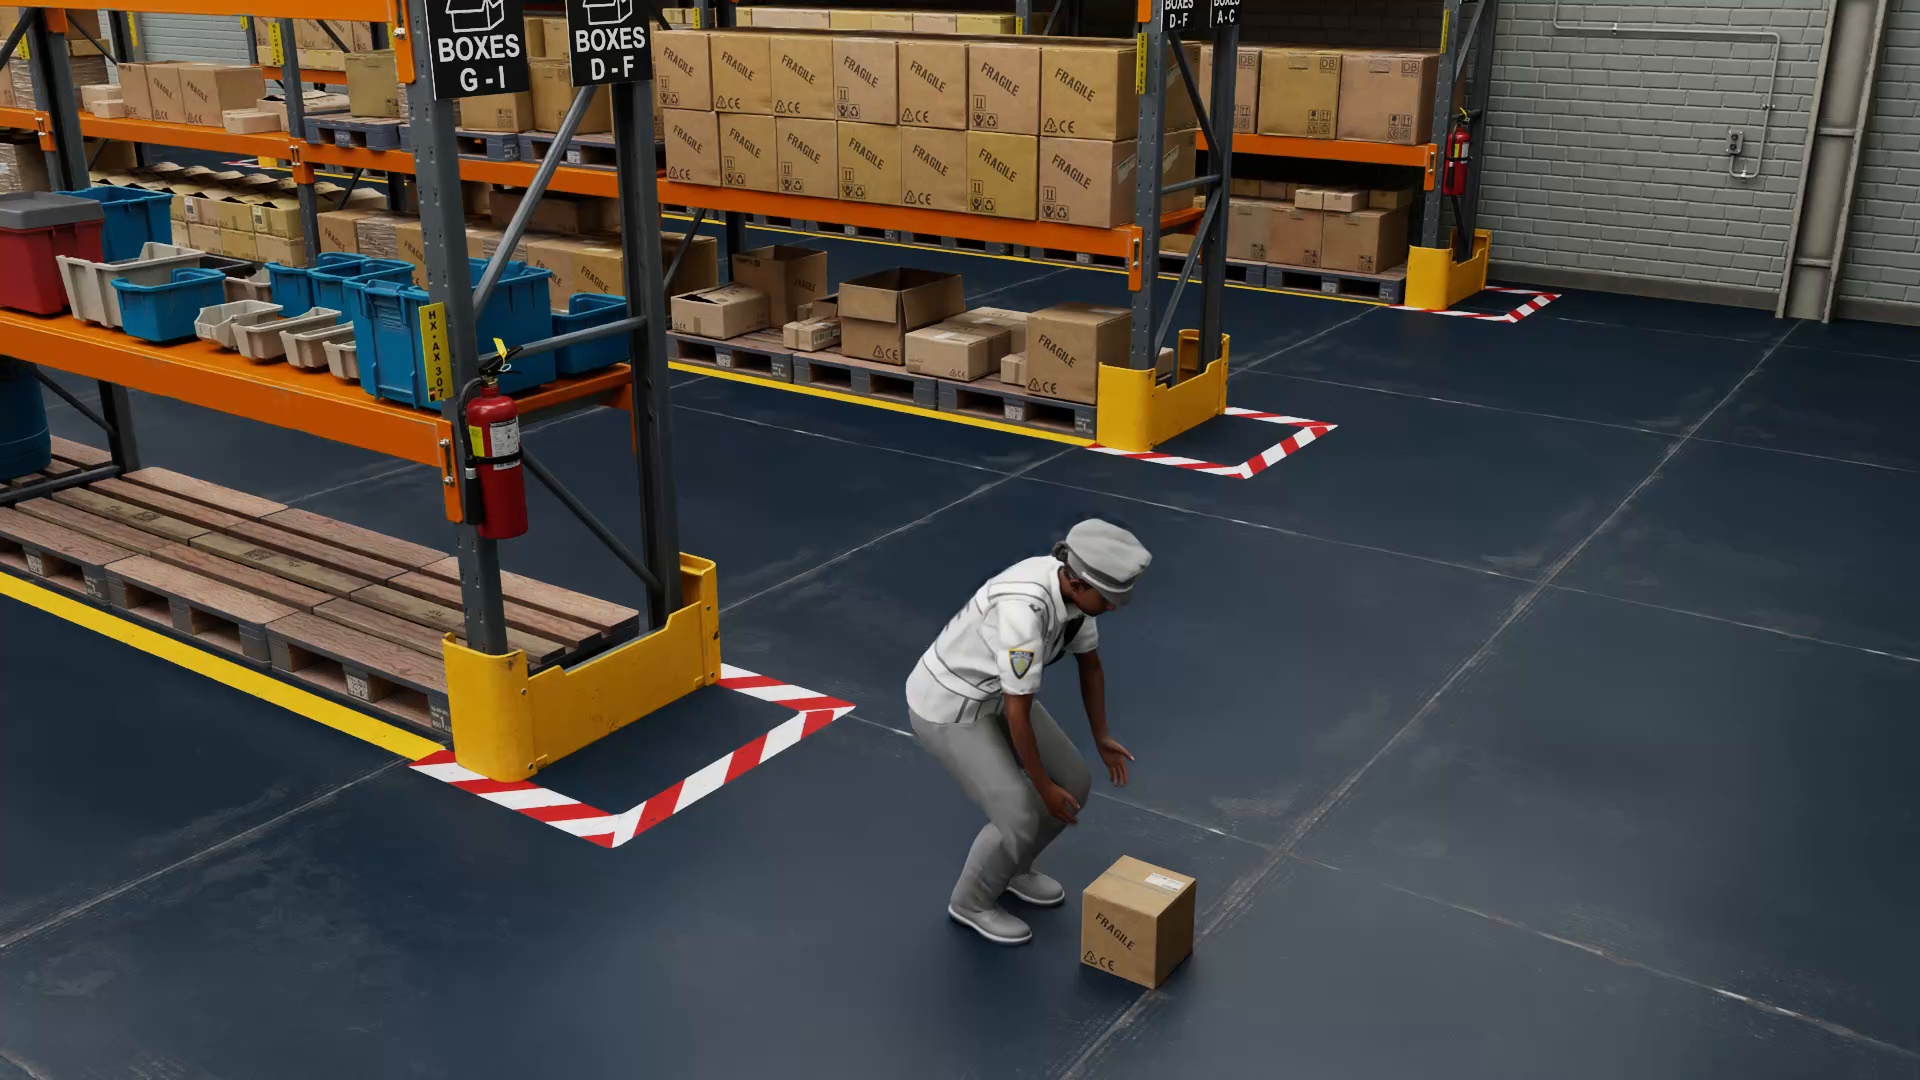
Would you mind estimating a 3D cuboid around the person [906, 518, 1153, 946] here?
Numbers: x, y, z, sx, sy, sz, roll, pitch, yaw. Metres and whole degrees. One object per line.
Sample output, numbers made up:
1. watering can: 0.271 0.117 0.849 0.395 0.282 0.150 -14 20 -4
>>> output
1. person: 0.212 0.551 5.055 0.741 1.331 0.496 13 24 32
